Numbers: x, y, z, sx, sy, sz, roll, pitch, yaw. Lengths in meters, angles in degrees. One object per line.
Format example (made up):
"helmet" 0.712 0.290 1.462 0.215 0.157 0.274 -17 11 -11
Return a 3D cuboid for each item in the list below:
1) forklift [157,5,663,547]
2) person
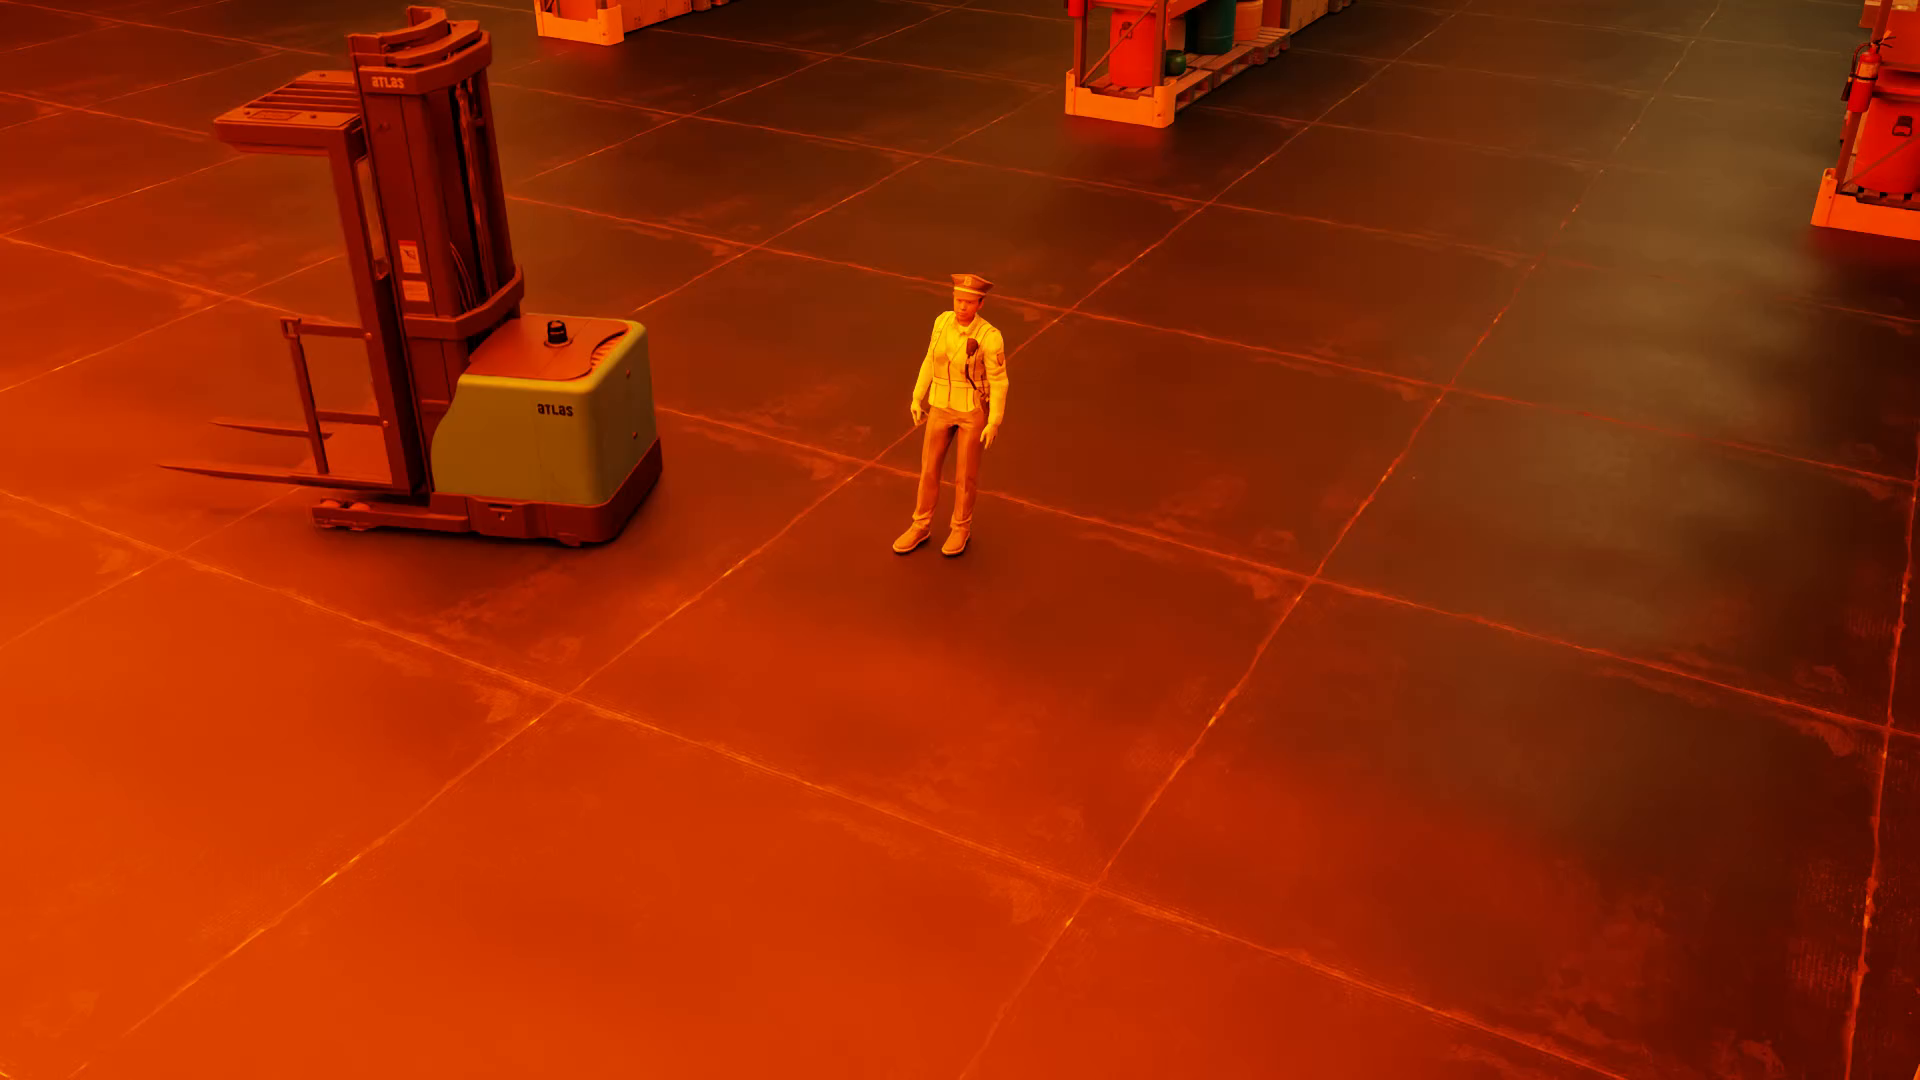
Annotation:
"forklift" -3.468 -1.578 9.804 3.031 2.935 1.130 5 30 9
"person" -0.039 -0.712 9.526 0.587 1.694 0.530 15 33 25
